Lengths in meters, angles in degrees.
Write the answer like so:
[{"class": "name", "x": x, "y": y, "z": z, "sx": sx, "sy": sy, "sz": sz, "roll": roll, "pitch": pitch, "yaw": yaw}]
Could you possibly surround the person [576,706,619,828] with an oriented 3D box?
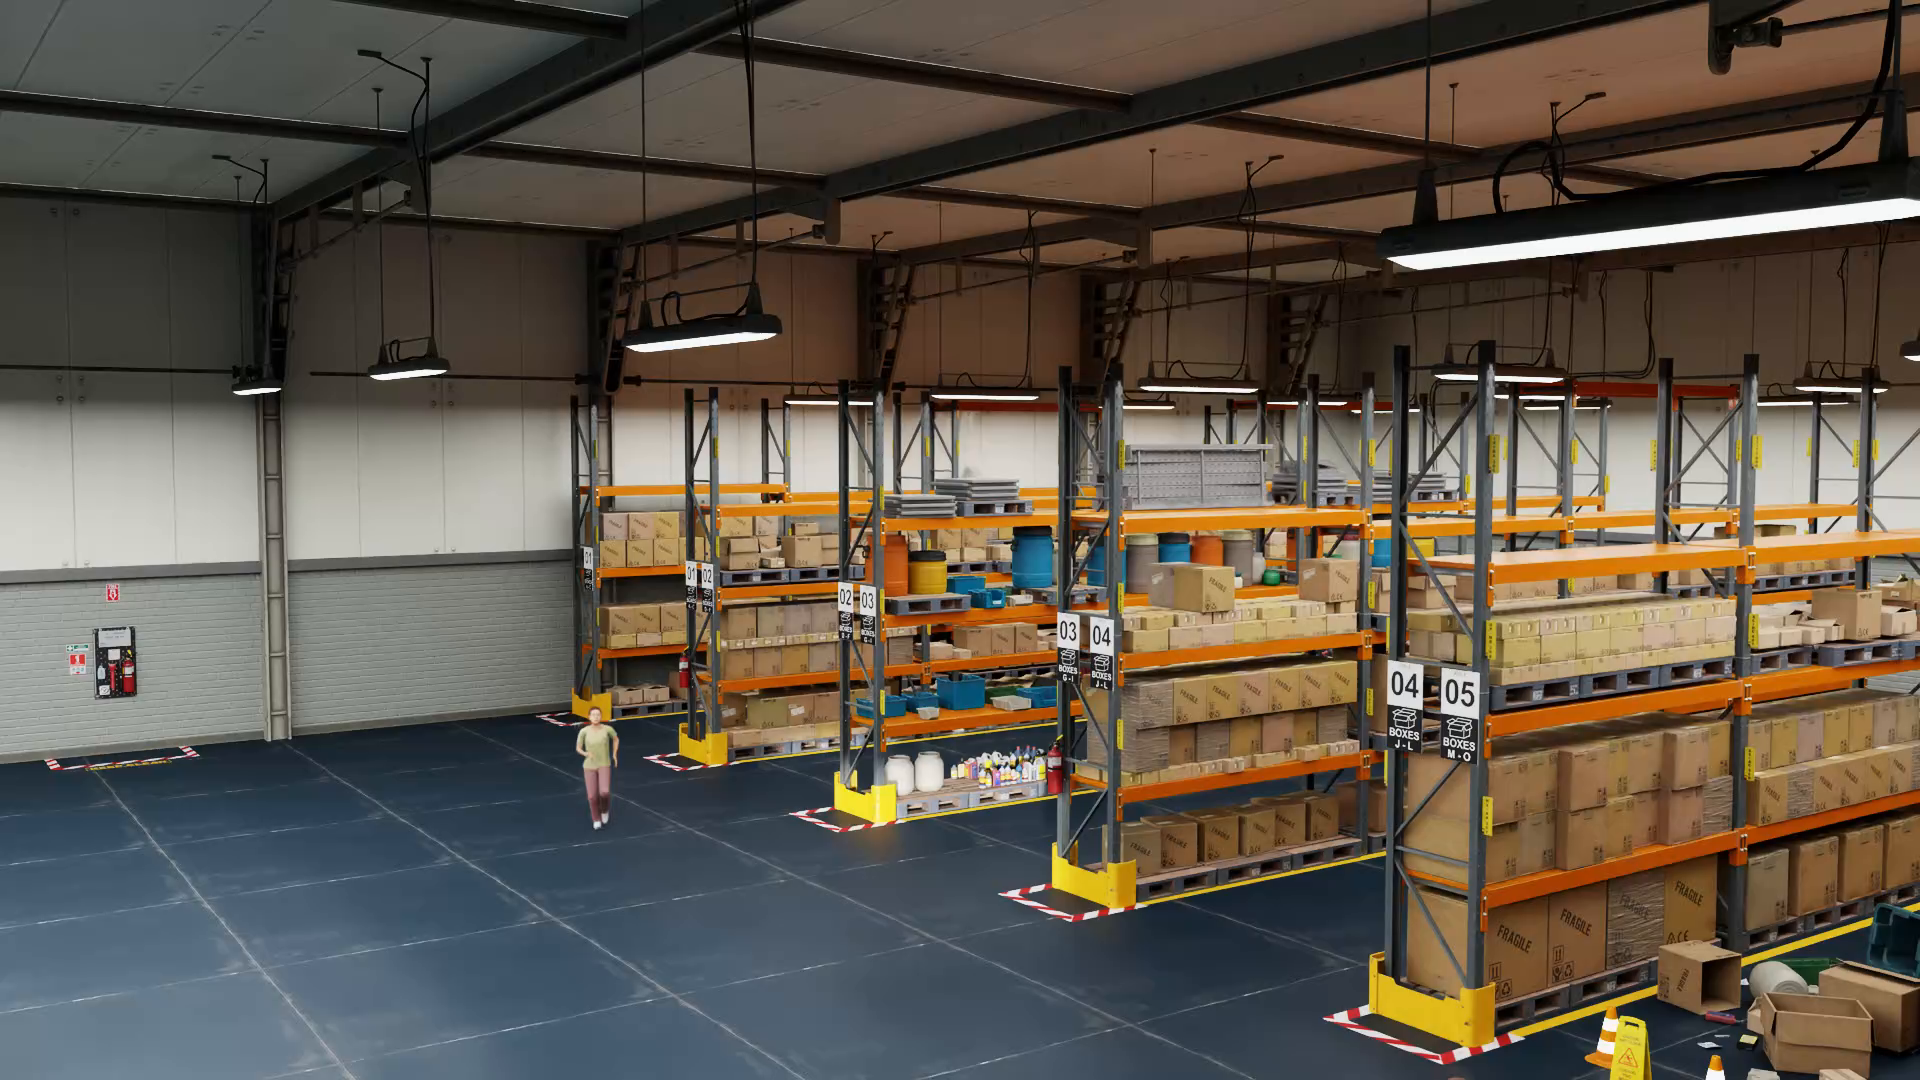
[{"class": "person", "x": -4.804, "y": 3.016, "z": 22.002, "sx": 0.543, "sy": 1.633, "sz": 0.566, "roll": -1, "pitch": 4, "yaw": -12}]
